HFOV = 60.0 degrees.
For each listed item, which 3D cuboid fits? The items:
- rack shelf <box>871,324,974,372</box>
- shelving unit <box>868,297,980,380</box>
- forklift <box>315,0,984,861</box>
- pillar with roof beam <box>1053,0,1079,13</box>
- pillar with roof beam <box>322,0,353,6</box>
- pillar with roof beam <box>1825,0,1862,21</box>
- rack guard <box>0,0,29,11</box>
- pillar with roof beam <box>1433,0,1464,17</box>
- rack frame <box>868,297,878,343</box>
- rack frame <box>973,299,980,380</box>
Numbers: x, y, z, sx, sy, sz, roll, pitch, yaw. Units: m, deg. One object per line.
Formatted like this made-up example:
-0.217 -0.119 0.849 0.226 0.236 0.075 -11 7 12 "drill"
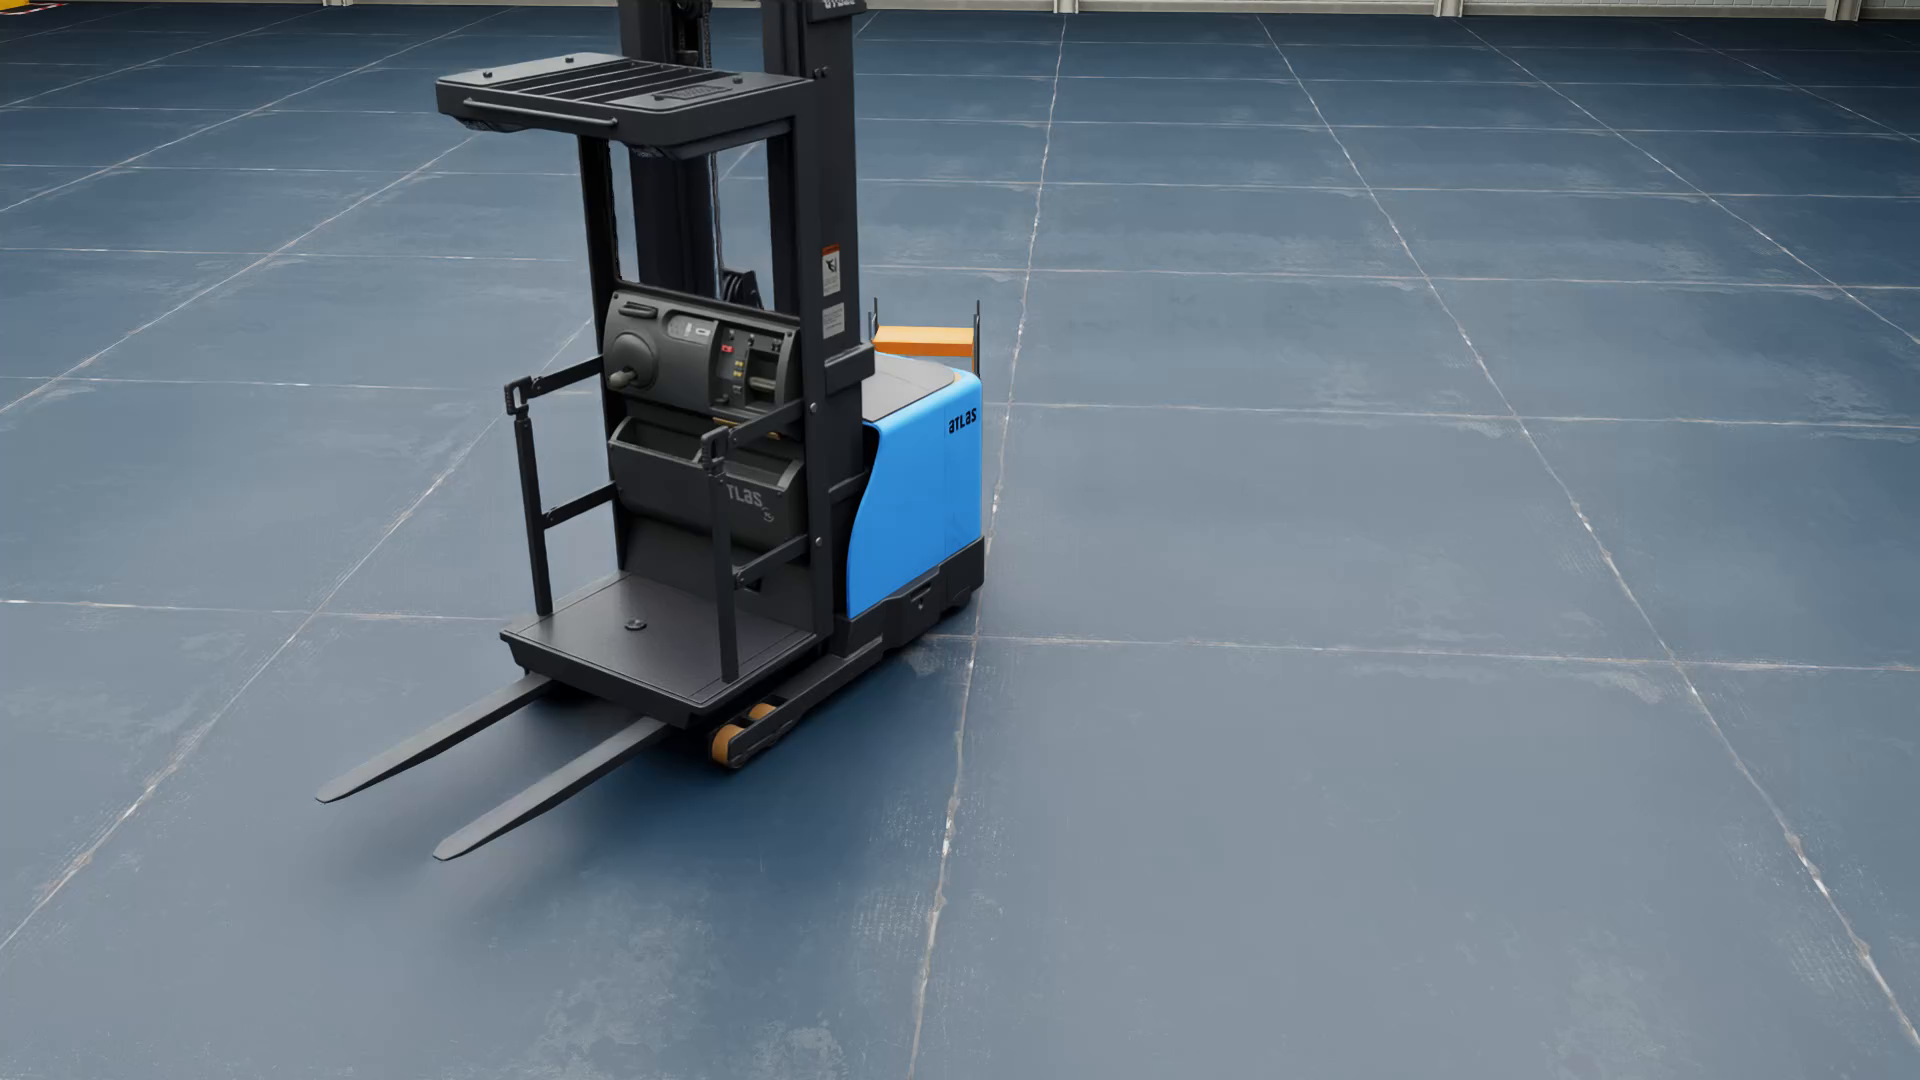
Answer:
-0.165 -0.907 7.846 0.480 0.148 0.258 2 25 4 "rack shelf"
-0.165 -0.550 8.011 0.503 1.200 0.258 2 25 4 "shelving unit"
-1.125 -0.684 6.230 1.130 2.935 3.031 16 29 30 "forklift"
1.371 -10.753 20.853 0.400 9.000 9.100 2 25 4 "pillar with roof beam"
-10.594 -11.137 21.687 0.400 9.000 9.100 2 25 4 "pillar with roof beam"
13.336 -10.369 20.018 0.400 9.000 9.100 2 25 4 "pillar with roof beam"
-15.597 -8.863 26.914 0.348 0.500 1.175 2 25 4 "rack guard"
7.353 -10.561 20.436 0.400 9.000 9.100 2 25 4 "pillar with roof beam"
-0.408 -0.558 8.028 0.015 1.200 0.240 2 25 4 "rack frame"
0.078 -0.543 7.994 0.015 1.200 0.240 2 25 4 "rack frame"
